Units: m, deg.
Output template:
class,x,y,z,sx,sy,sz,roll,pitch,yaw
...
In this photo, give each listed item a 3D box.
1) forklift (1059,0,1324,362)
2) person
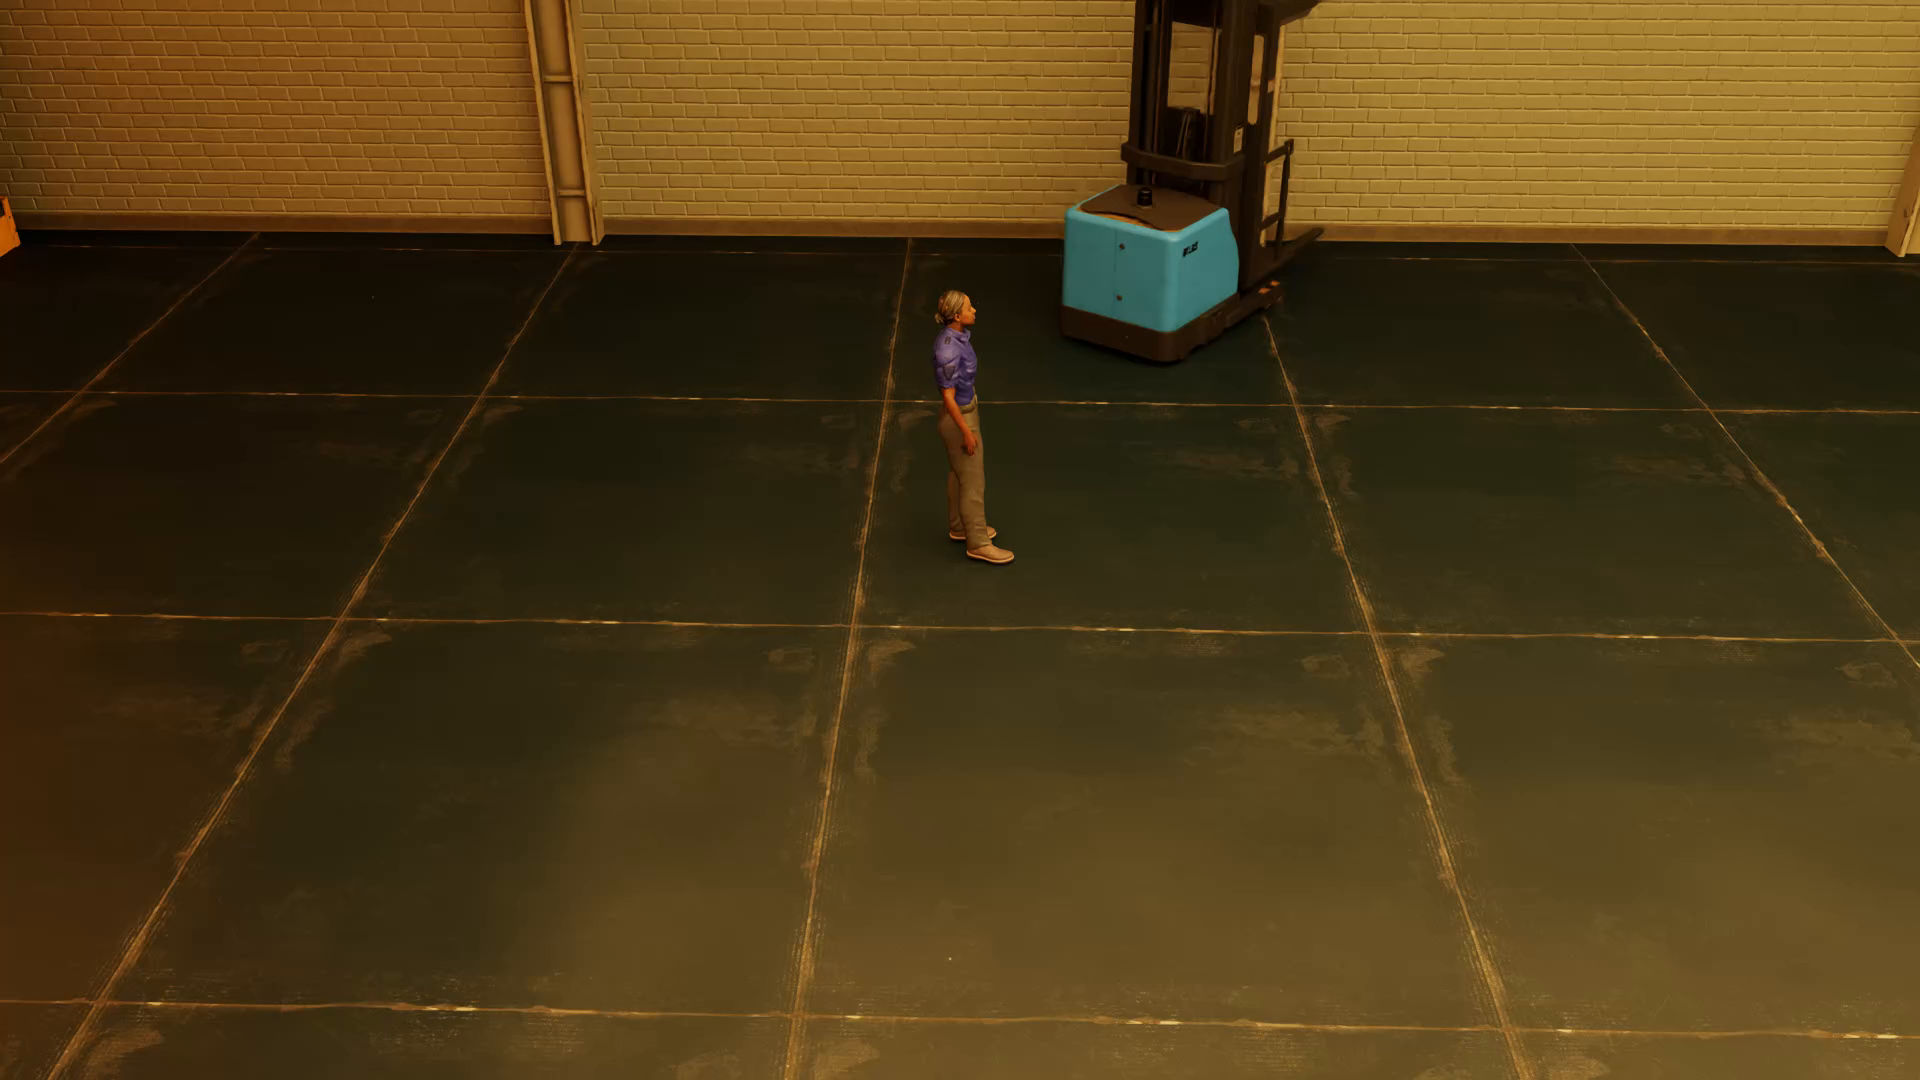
class,x,y,z,sx,sy,sz,roll,pitch,yaw
forklift,2.062,-3.309,13.226,1.130,2.935,3.031,21,36,31
person,0.087,-0.707,10.057,0.504,1.654,0.569,1,31,1
